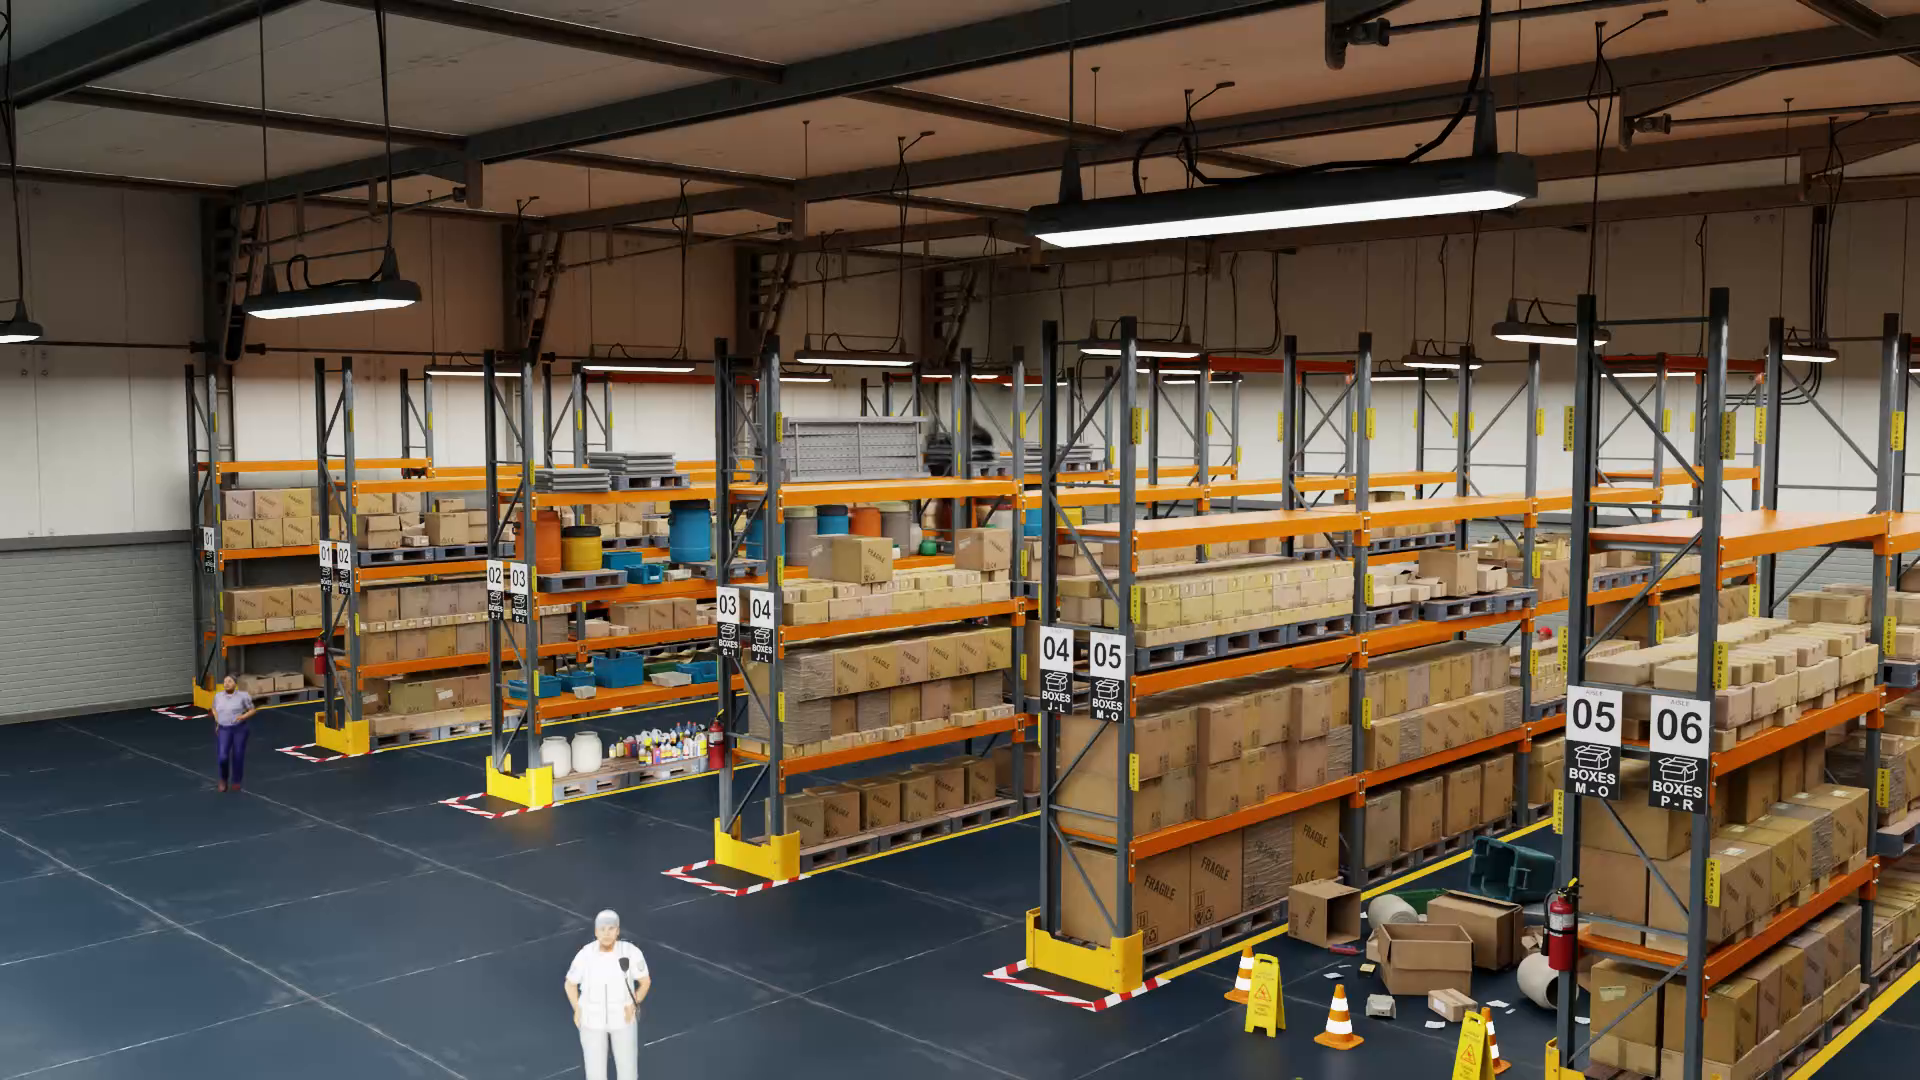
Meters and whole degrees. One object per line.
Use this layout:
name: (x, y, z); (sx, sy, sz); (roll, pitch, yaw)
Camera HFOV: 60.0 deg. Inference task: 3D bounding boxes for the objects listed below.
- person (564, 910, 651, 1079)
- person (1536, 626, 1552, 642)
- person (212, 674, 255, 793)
person: (-2.521, 3.445, 11.901); (0.609, 1.618, 0.600); (-1, 4, -10)
person: (9.328, 2.262, 26.297); (0.859, 1.813, 0.656); (-4, 6, -39)
person: (-9.869, 2.630, 22.558); (0.581, 1.631, 0.631); (-1, 5, -15)
